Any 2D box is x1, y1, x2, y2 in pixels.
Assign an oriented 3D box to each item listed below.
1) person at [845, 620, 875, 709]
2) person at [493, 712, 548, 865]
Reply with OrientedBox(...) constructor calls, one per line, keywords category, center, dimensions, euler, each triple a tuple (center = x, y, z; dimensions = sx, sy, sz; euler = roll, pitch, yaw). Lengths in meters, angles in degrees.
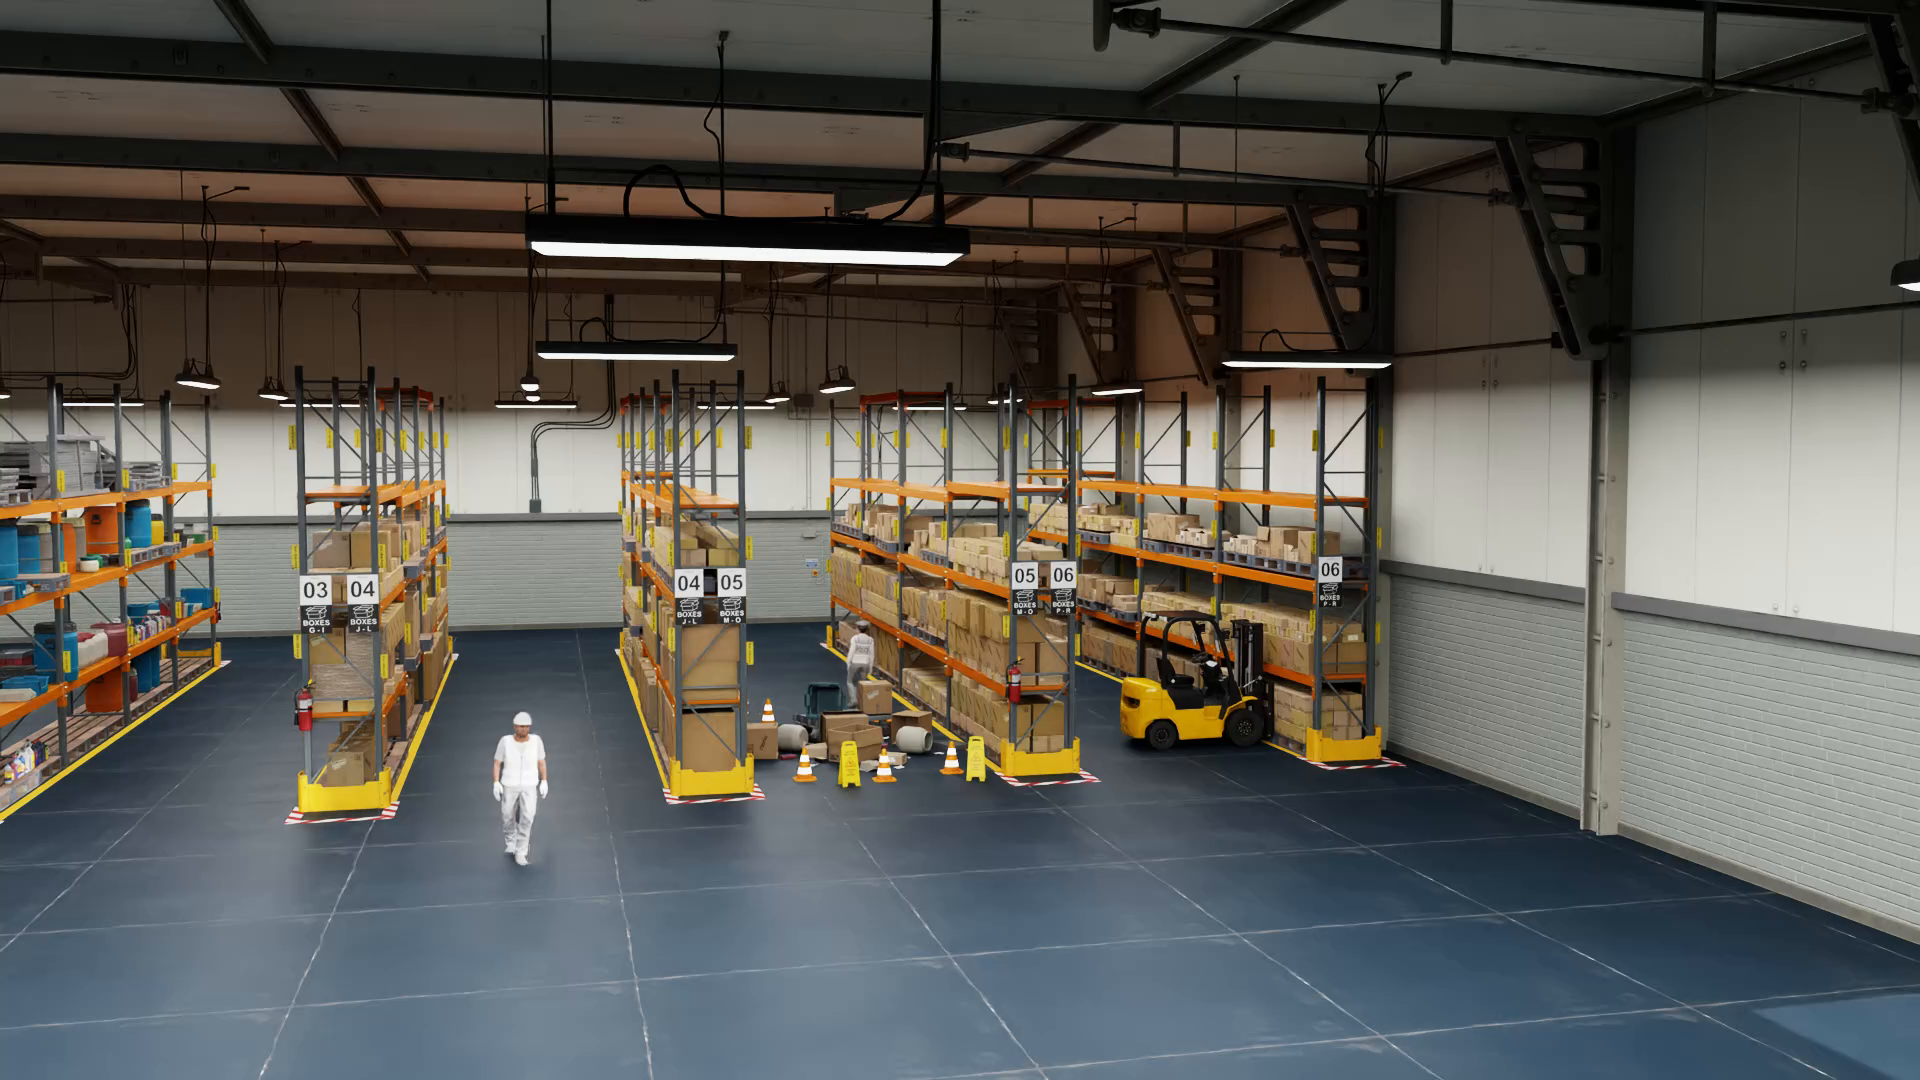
OrientedBox(category="person", center=(-1.866, 2.329, 30.698), dimensions=(0.578, 1.673, 0.387), euler=(-1, 4, -16))
OrientedBox(category="person", center=(-5.249, 2.961, 19.876), dimensions=(0.647, 1.811, 0.661), euler=(-1, 4, -21))
